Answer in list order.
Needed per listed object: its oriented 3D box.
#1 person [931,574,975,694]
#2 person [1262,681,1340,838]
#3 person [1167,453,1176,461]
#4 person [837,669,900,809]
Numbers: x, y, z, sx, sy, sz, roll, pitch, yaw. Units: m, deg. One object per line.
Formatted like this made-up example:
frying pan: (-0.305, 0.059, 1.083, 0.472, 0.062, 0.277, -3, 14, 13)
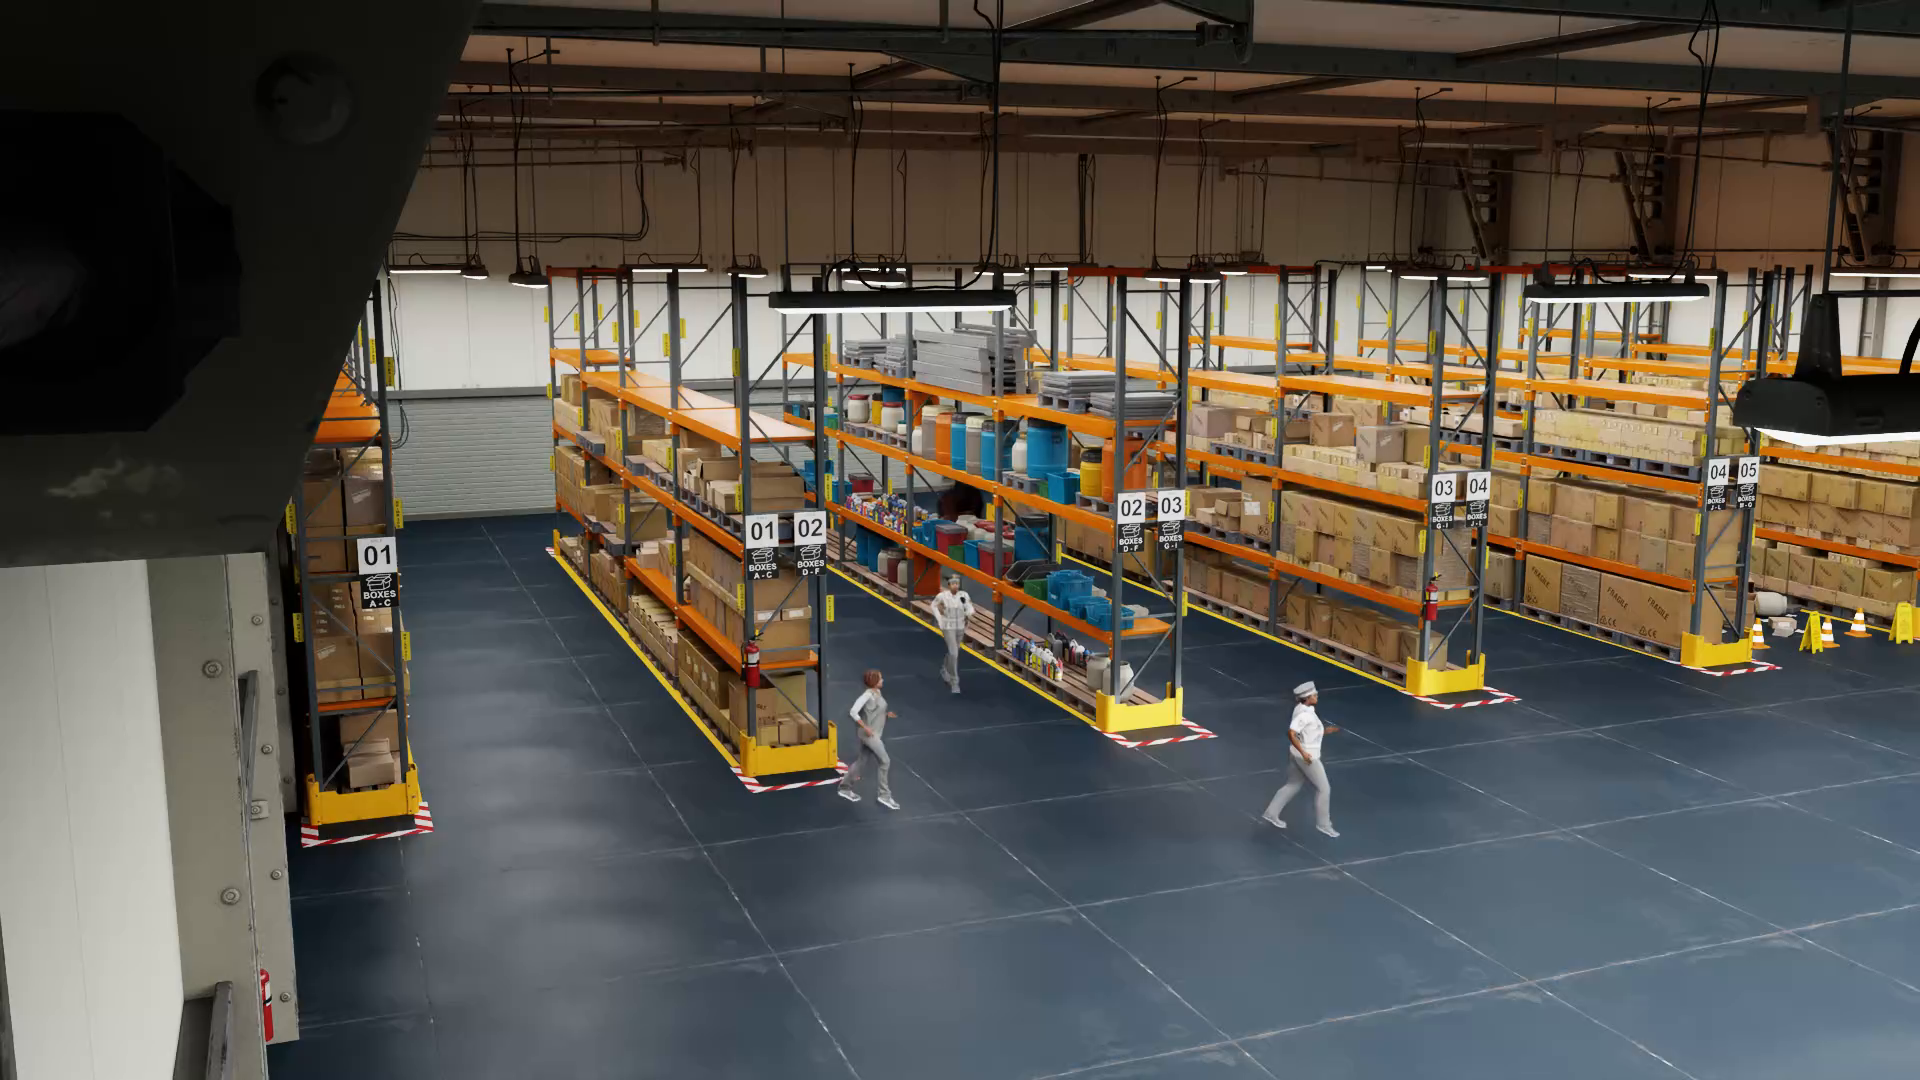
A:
person: (-0.085, 1.325, 24.229, 0.584, 1.754, 0.776, -4, 11, -23)
person: (3.729, 2.383, 18.054, 0.834, 1.739, 0.556, -1, 10, -4)
person: (5.289, -1.625, 41.331, 0.718, 1.679, 0.604, -2, 10, -13)
person: (-1.049, 2.267, 18.985, 0.720, 1.635, 0.534, 0, 10, 0)
